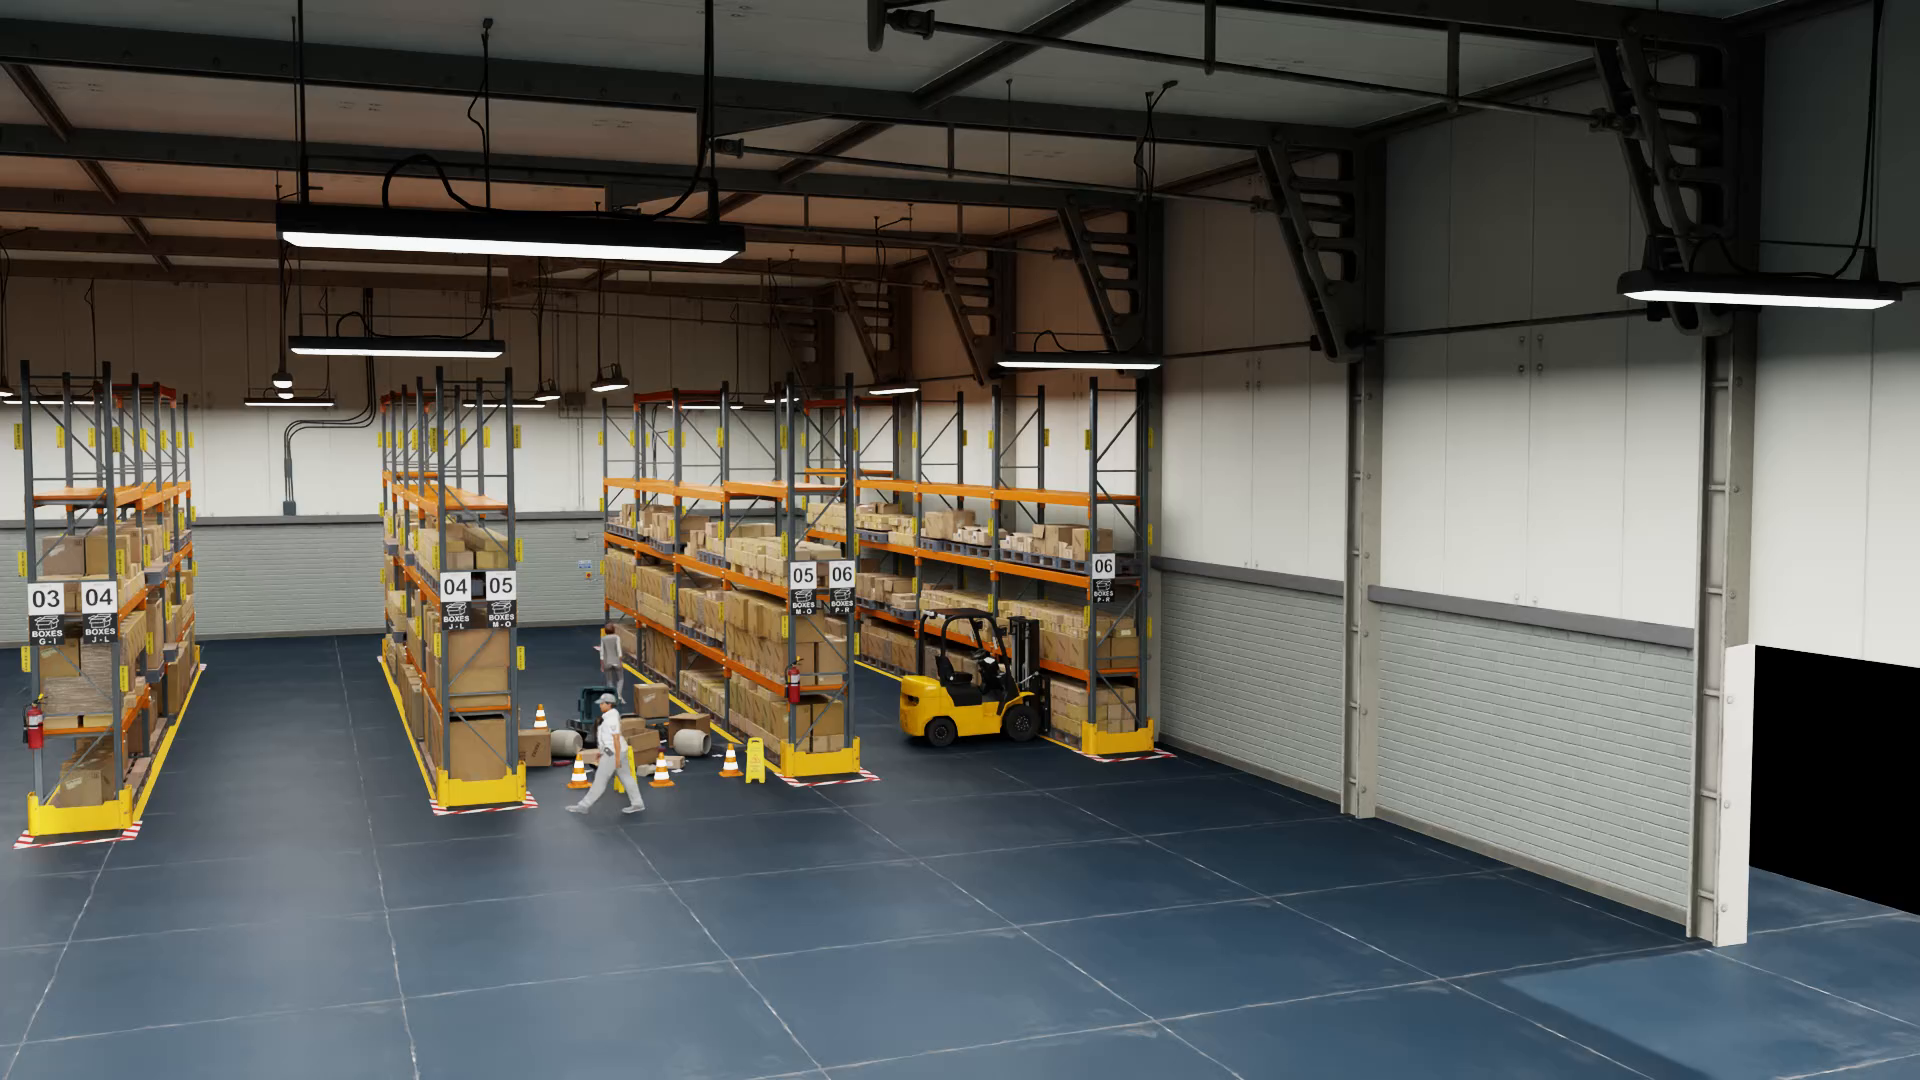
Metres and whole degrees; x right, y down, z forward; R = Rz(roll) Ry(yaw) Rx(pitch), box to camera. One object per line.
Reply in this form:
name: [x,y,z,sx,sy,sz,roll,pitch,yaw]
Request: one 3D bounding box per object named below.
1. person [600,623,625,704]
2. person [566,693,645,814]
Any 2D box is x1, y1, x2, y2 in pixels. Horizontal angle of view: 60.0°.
person: [-6.479,2.343,31.000,0.462,1.571,0.439,-1,3,-9]
person: [-4.716,2.843,22.125,0.998,1.610,0.524,0,3,-3]
